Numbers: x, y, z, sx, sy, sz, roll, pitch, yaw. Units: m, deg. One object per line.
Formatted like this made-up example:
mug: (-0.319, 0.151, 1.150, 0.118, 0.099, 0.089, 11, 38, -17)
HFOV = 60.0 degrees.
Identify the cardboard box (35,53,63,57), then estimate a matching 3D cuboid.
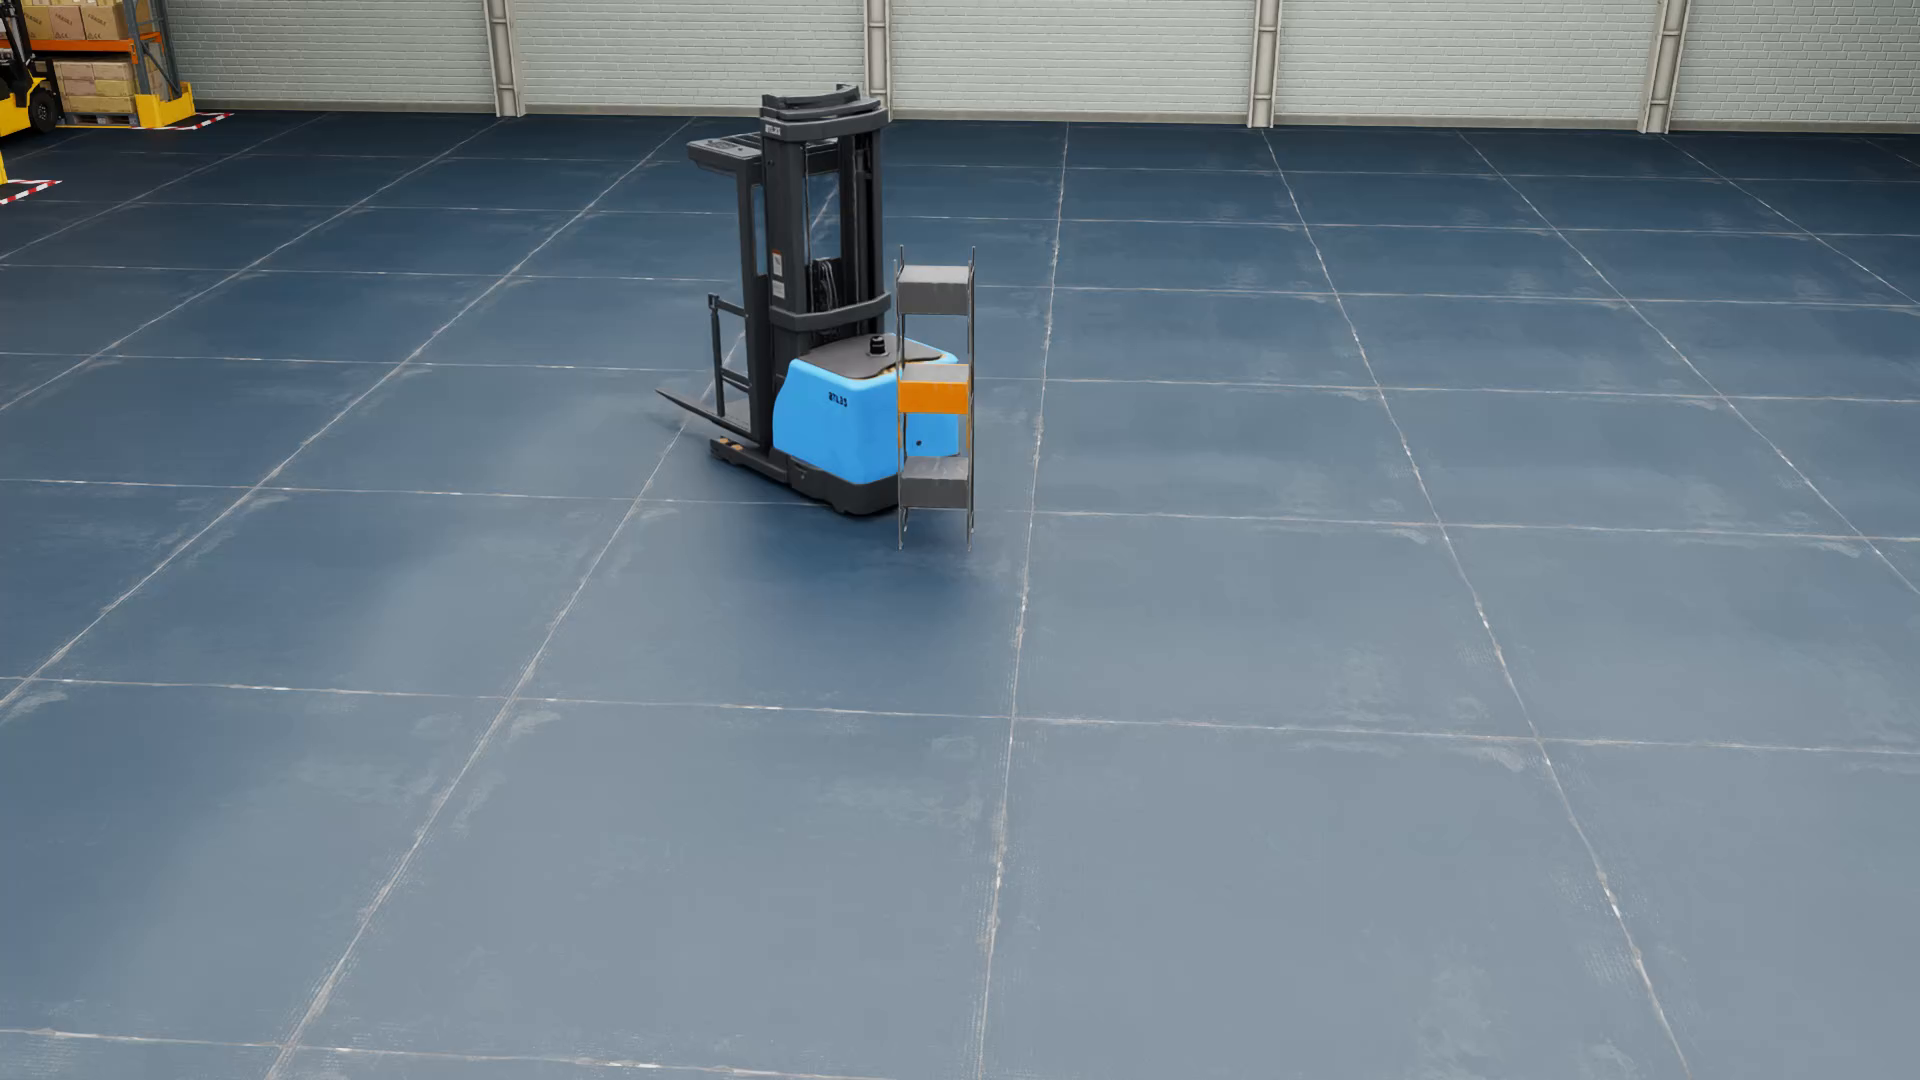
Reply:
cardboard box: (-14.592, -7.585, 26.447, 0.500, 0.250, 0.500, 1, 25, 3)

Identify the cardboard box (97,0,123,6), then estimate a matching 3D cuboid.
cardboard box: (-12.988, -8.275, 25.461, 0.250, 0.149, 0.380, 2, 25, 5)

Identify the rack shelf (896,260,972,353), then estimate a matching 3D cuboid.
rack shelf: (-0.165, -1.583, 11.247, 0.480, 0.518, 0.431, 2, 25, 4)

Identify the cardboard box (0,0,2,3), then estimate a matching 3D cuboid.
cardboard box: (-14.771, -8.331, 25.582, 0.250, 0.149, 0.380, 1, 25, 3)

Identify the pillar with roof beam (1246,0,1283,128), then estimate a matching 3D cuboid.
pillar with roof beam: (4.372, -8.793, 20.306, 0.400, 9.000, 9.100, 2, 25, 4)

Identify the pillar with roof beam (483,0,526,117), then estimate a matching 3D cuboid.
pillar with roof beam: (-7.593, -9.177, 21.141, 0.400, 9.000, 9.100, 2, 25, 4)

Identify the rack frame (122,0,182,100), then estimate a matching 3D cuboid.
rack frame: (-12.621, -8.040, 25.847, 0.127, 3.000, 1.000, 2, 25, 4)

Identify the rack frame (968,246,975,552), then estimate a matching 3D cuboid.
rack frame: (0.078, -0.951, 11.517, 0.015, 2.100, 0.400, 2, 25, 4)

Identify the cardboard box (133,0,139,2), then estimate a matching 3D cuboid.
cardboard box: (-12.939, -8.499, 25.949, 0.250, 0.149, 0.380, 1, 25, 3)

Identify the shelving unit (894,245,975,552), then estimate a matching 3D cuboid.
shelving unit: (-0.165, -0.959, 11.534, 0.503, 2.100, 0.431, 2, 25, 4)

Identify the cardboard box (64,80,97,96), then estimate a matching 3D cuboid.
cardboard box: (-13.629, -7.115, 26.025, 0.500, 0.250, 0.500, 2, 25, 3)

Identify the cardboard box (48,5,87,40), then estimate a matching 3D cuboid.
cardboard box: (-13.648, -8.013, 25.667, 0.500, 0.500, 0.500, 3, 25, 6)

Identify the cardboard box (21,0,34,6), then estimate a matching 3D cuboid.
cardboard box: (-14.269, -8.306, 25.528, 0.250, 0.149, 0.380, 2, 25, 4)

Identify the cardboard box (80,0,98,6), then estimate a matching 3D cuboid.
cardboard box: (-13.245, -8.271, 25.451, 0.250, 0.149, 0.380, 2, 25, 5)

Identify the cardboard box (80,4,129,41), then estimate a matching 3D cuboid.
cardboard box: (-13.131, -7.992, 25.622, 0.500, 0.500, 0.500, 1, 25, 3)

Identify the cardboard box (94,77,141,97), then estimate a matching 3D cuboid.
cardboard box: (-13.130, -7.094, 25.980, 0.500, 0.250, 0.500, 2, 25, 3)

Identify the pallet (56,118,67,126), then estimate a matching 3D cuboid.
pallet: (-14.599, -6.821, 26.532, 1.213, 0.211, 1.003, 2, 25, 4)

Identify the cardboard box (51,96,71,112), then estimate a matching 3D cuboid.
cardboard box: (-14.106, -6.905, 26.166, 0.500, 0.250, 0.500, 2, 25, 5)

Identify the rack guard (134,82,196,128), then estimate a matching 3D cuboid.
rack guard: (-12.597, -6.904, 26.368, 0.348, 0.500, 1.175, 2, 25, 4)

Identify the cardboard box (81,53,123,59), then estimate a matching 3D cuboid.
cardboard box: (-13.584, -7.545, 26.361, 0.500, 0.250, 0.500, 2, 25, 4)

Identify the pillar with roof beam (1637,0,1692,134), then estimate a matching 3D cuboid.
pillar with roof beam: (10.354, -8.601, 19.889, 0.400, 9.000, 9.100, 2, 25, 4)

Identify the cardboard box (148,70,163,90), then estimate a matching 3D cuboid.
cardboard box: (-13.073, -7.311, 26.450, 0.500, 0.250, 0.500, 2, 25, 5)

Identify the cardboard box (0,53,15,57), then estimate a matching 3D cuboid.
cardboard box: (-15.094, -7.597, 26.475, 0.500, 0.250, 0.500, 2, 25, 4)

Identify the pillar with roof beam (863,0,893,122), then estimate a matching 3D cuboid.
pillar with roof beam: (-1.611, -8.985, 20.724, 0.400, 9.000, 9.100, 2, 25, 4)

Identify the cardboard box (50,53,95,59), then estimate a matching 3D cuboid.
cardboard box: (-14.082, -7.565, 26.405, 0.500, 0.250, 0.500, 2, 25, 4)

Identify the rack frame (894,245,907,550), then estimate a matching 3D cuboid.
rack frame: (-0.408, -0.967, 11.551, 0.015, 2.100, 0.400, 2, 25, 4)

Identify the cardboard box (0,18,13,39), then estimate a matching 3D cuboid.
cardboard box: (-14.661, -8.040, 25.727, 0.500, 0.500, 0.500, 2, 25, 4)

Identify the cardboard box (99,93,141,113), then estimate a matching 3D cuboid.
cardboard box: (-13.113, -6.865, 26.080, 0.500, 0.250, 0.500, 2, 25, 4)

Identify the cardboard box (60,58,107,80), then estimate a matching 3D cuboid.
cardboard box: (-13.613, -7.335, 25.904, 0.500, 0.250, 0.500, 2, 25, 5)

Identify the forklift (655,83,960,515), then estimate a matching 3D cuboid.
forklift: (-1.357, -2.050, 12.910, 1.130, 2.935, 3.031, -21, 32, -37)

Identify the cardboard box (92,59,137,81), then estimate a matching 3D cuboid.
cardboard box: (-13.104, -7.321, 25.874, 0.500, 0.250, 0.500, 3, 25, 6)

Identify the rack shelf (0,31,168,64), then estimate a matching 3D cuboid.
rack shelf: (-14.615, -7.778, 26.136, 4.000, 0.370, 1.077, 2, 25, 4)

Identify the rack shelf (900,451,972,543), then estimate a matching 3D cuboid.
rack shelf: (-0.165, -0.311, 11.832, 0.480, 0.518, 0.431, 2, 25, 4)

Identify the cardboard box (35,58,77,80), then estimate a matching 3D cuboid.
cardboard box: (-14.117, -7.347, 25.930, 0.500, 0.250, 0.500, 2, 25, 5)

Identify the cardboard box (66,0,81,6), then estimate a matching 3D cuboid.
cardboard box: (-13.499, -8.304, 25.525, 0.250, 0.149, 0.380, 2, 25, 5)

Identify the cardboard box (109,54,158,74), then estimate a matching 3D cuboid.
cardboard box: (-13.085, -7.531, 26.330, 0.500, 0.250, 0.500, 1, 25, 3)

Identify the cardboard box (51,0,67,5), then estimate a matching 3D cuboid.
cardboard box: (-13.745, -8.317, 25.552, 0.250, 0.149, 0.380, 2, 25, 4)

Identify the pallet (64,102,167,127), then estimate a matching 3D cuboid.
pallet: (-13.386, -6.781, 26.445, 1.213, 0.211, 1.003, 2, 25, 4)

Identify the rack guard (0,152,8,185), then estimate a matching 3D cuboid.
rack guard: (-13.073, -4.838, 21.878, 0.348, 0.500, 1.175, 2, 25, 4)

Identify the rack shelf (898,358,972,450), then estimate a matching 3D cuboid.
rack shelf: (-0.165, -0.947, 11.540, 0.480, 0.518, 0.431, 2, 25, 4)

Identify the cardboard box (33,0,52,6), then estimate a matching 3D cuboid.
cardboard box: (-14.015, -8.306, 25.528, 0.250, 0.149, 0.380, 1, 25, 2)

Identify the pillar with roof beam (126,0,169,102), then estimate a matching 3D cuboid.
pillar with roof beam: (-13.575, -9.369, 21.558, 0.400, 9.000, 9.100, 2, 25, 4)

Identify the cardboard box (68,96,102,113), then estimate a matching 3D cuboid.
cardboard box: (-13.608, -6.885, 26.123, 0.500, 0.250, 0.500, 2, 25, 4)

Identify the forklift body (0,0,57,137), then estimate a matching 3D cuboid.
forklift body: (-14.651, -6.955, 24.504, 1.214, 2.155, 2.313, 2, 25, 4)

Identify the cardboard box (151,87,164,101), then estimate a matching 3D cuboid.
cardboard box: (-13.095, -7.079, 26.545, 0.500, 0.250, 0.500, 2, 25, 4)

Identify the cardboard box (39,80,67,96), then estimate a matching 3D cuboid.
cardboard box: (-14.145, -7.123, 26.041, 0.500, 0.250, 0.500, 1, 25, 3)

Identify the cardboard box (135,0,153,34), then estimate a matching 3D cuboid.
cardboard box: (-13.093, -8.217, 26.112, 0.500, 0.500, 0.500, 3, 25, 6)

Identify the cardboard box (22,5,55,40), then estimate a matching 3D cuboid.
cardboard box: (-14.159, -8.029, 25.702, 0.500, 0.500, 0.500, 1, 25, 3)
